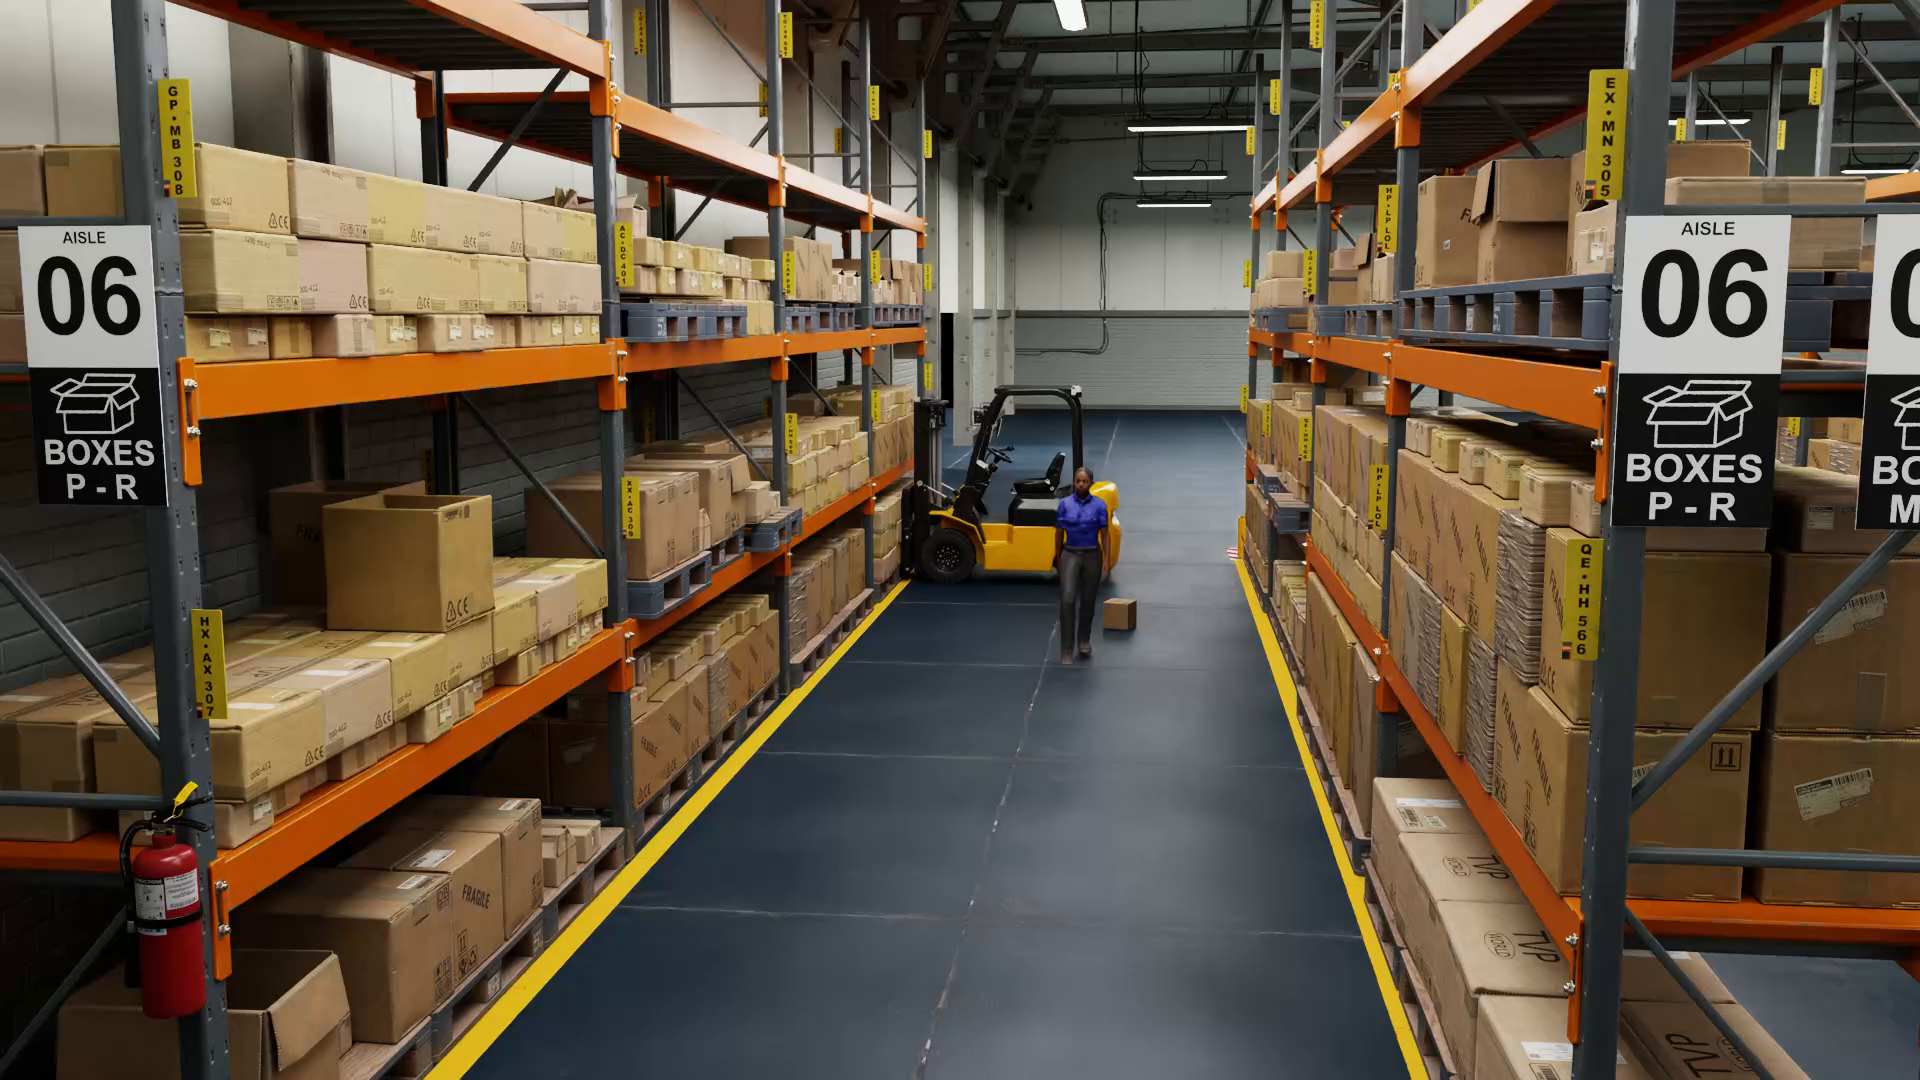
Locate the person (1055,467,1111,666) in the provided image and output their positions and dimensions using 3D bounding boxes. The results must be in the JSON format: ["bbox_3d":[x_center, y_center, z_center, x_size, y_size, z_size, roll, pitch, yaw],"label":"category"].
[{"bbox_3d":[1.054,0.233,14.287,0.465,1.730,0.655,0,8,-1],"label":"person"}]
